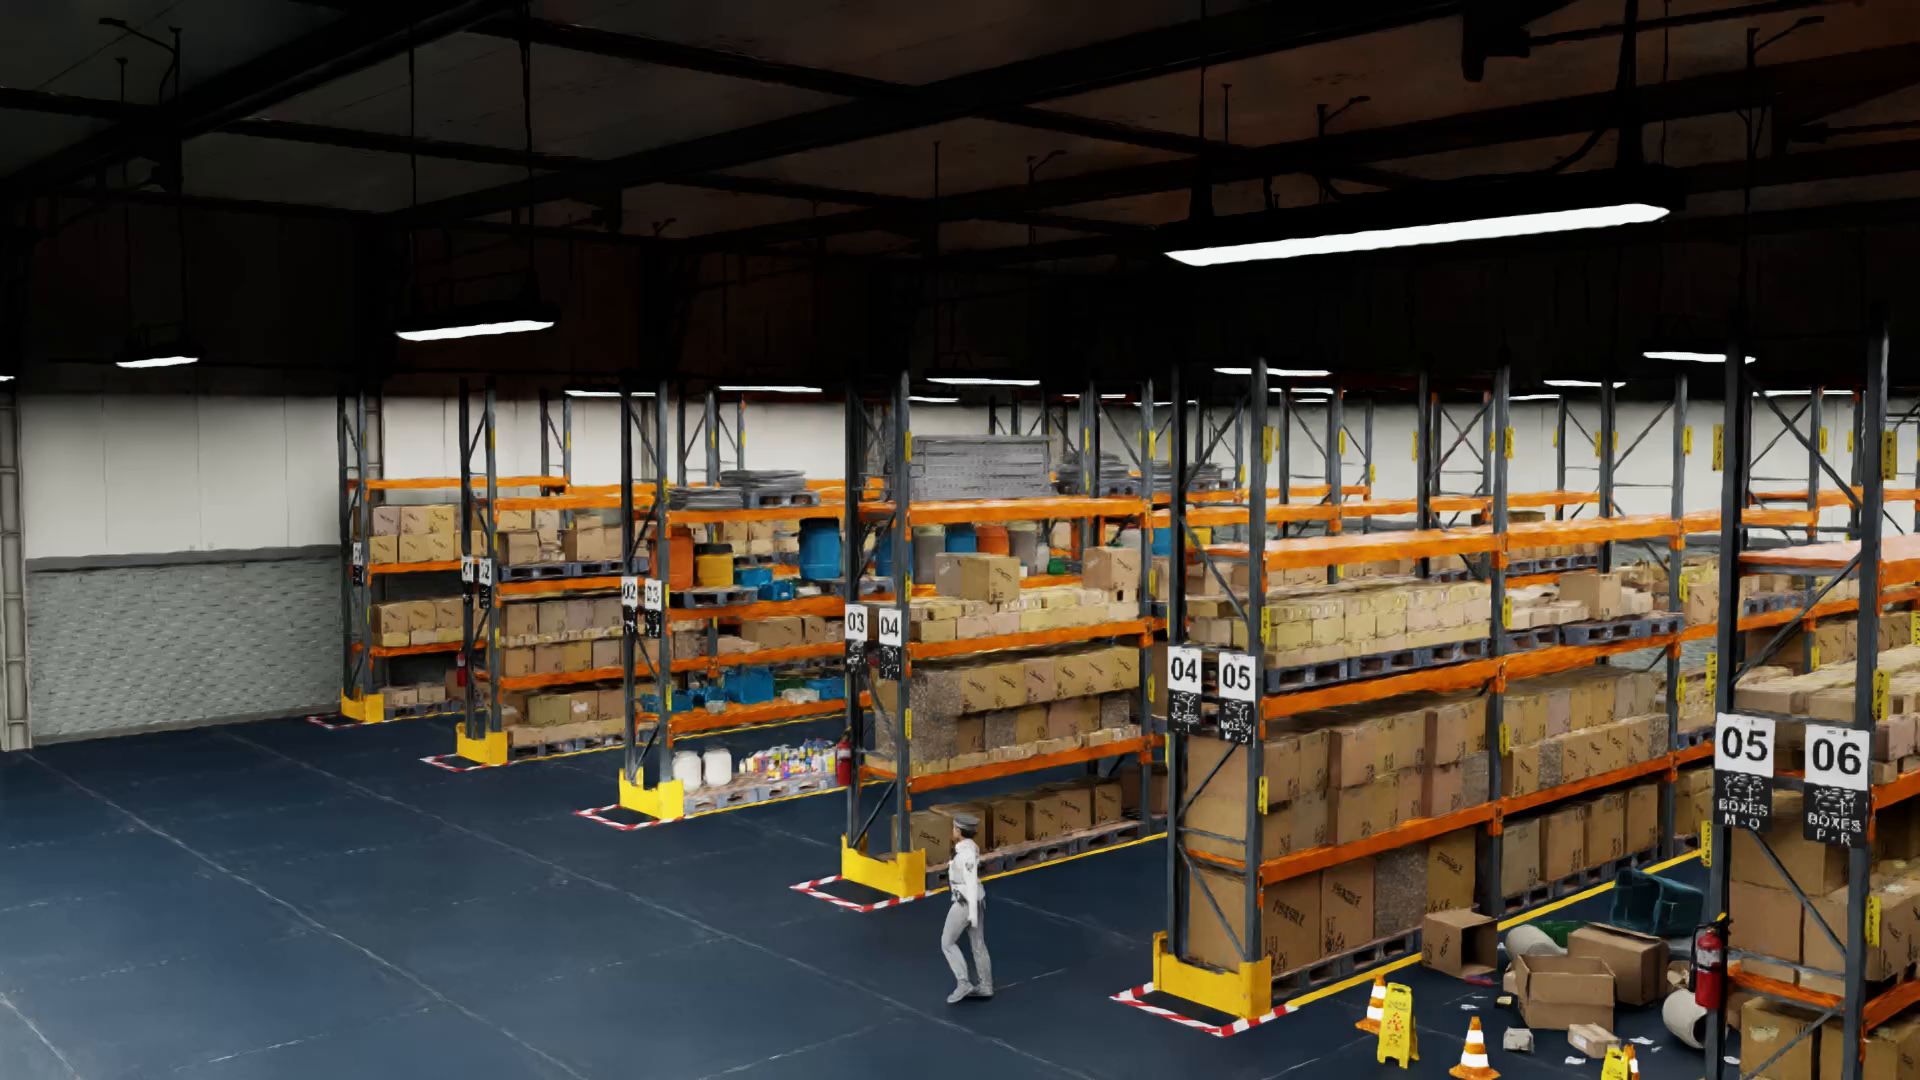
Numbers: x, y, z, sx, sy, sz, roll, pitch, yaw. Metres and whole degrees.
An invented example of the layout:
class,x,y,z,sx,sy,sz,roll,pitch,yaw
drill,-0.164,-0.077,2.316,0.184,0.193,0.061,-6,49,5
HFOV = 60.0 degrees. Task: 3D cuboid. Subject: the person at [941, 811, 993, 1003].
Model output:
class,x,y,z,sx,sy,sz,roll,pitch,yaw
person,0.080,3.323,15.152,0.466,1.668,0.593,1,4,13
